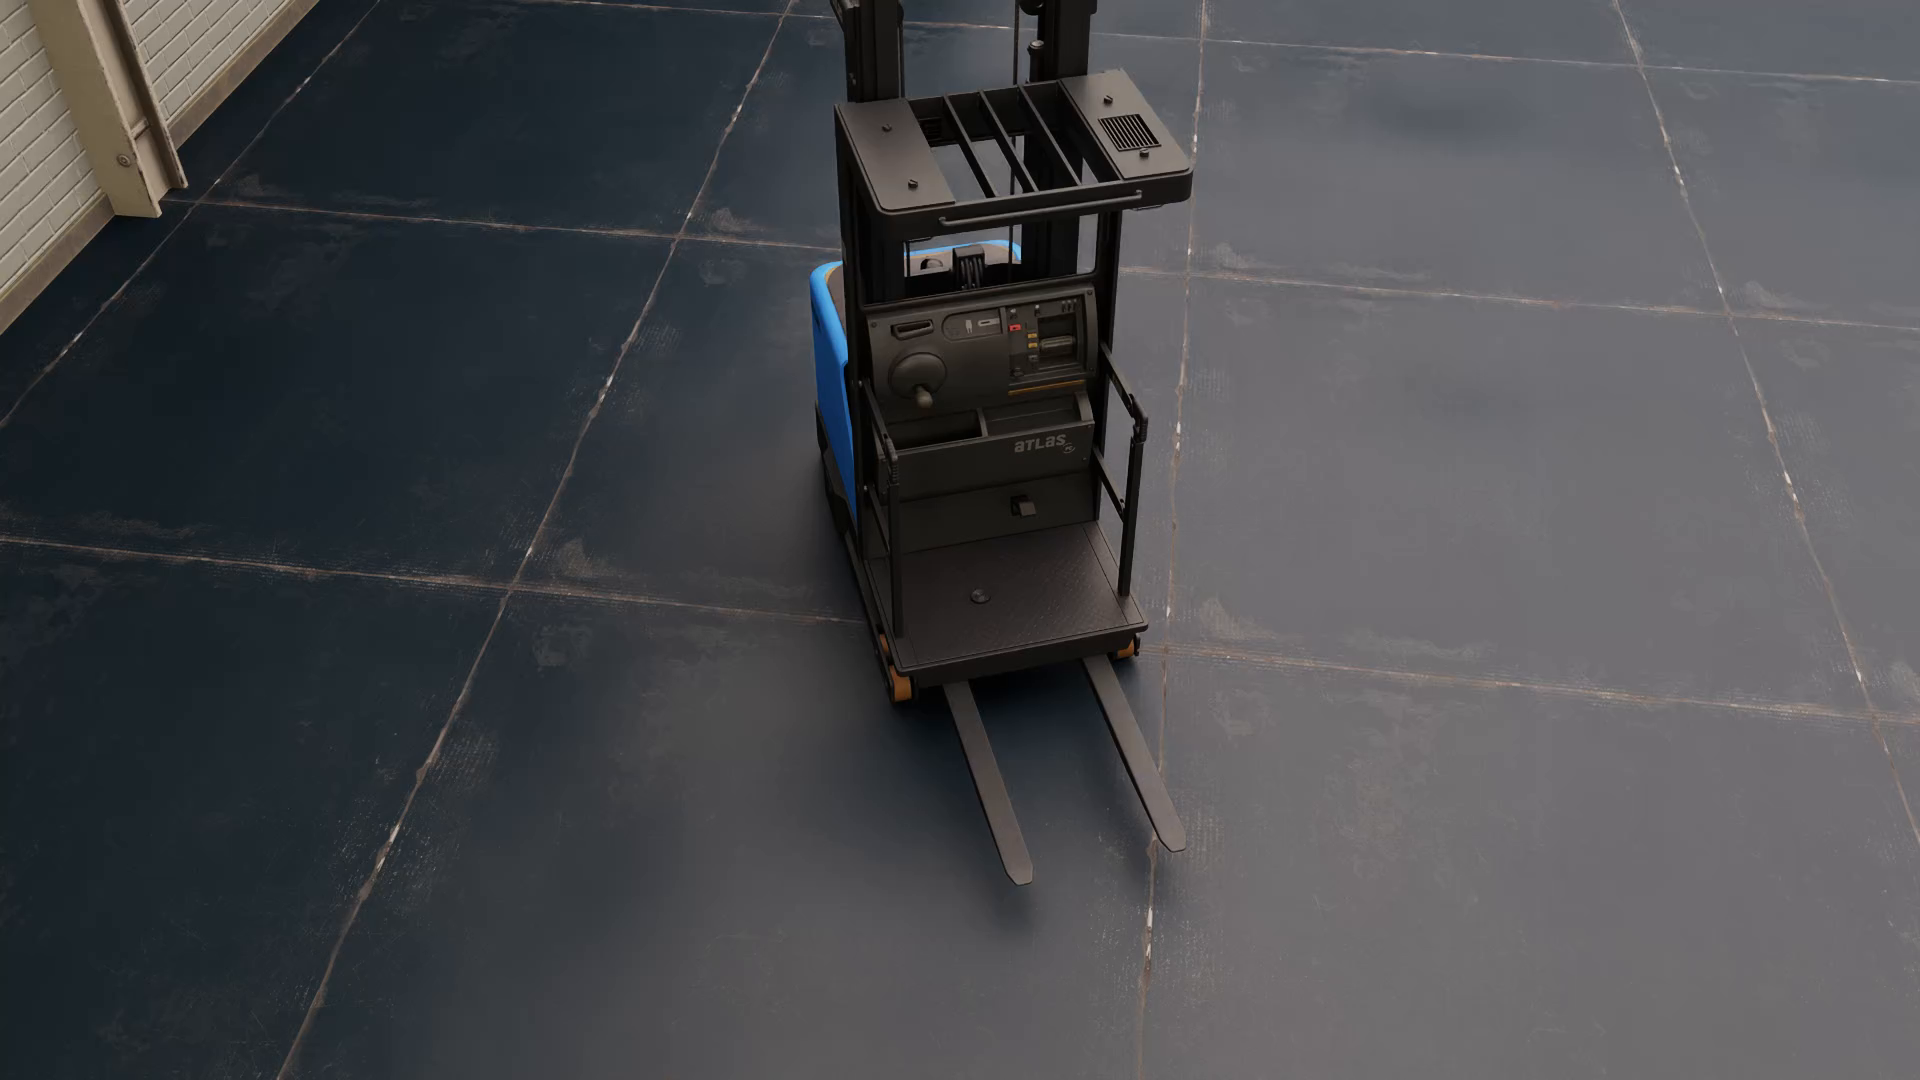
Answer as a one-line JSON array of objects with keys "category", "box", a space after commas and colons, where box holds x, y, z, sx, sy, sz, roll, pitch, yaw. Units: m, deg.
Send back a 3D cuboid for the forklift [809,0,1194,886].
[{"category": "forklift", "box": [0.153, -0.681, 6.465, 1.130, 2.935, 3.031, -10, 44, -11]}]
